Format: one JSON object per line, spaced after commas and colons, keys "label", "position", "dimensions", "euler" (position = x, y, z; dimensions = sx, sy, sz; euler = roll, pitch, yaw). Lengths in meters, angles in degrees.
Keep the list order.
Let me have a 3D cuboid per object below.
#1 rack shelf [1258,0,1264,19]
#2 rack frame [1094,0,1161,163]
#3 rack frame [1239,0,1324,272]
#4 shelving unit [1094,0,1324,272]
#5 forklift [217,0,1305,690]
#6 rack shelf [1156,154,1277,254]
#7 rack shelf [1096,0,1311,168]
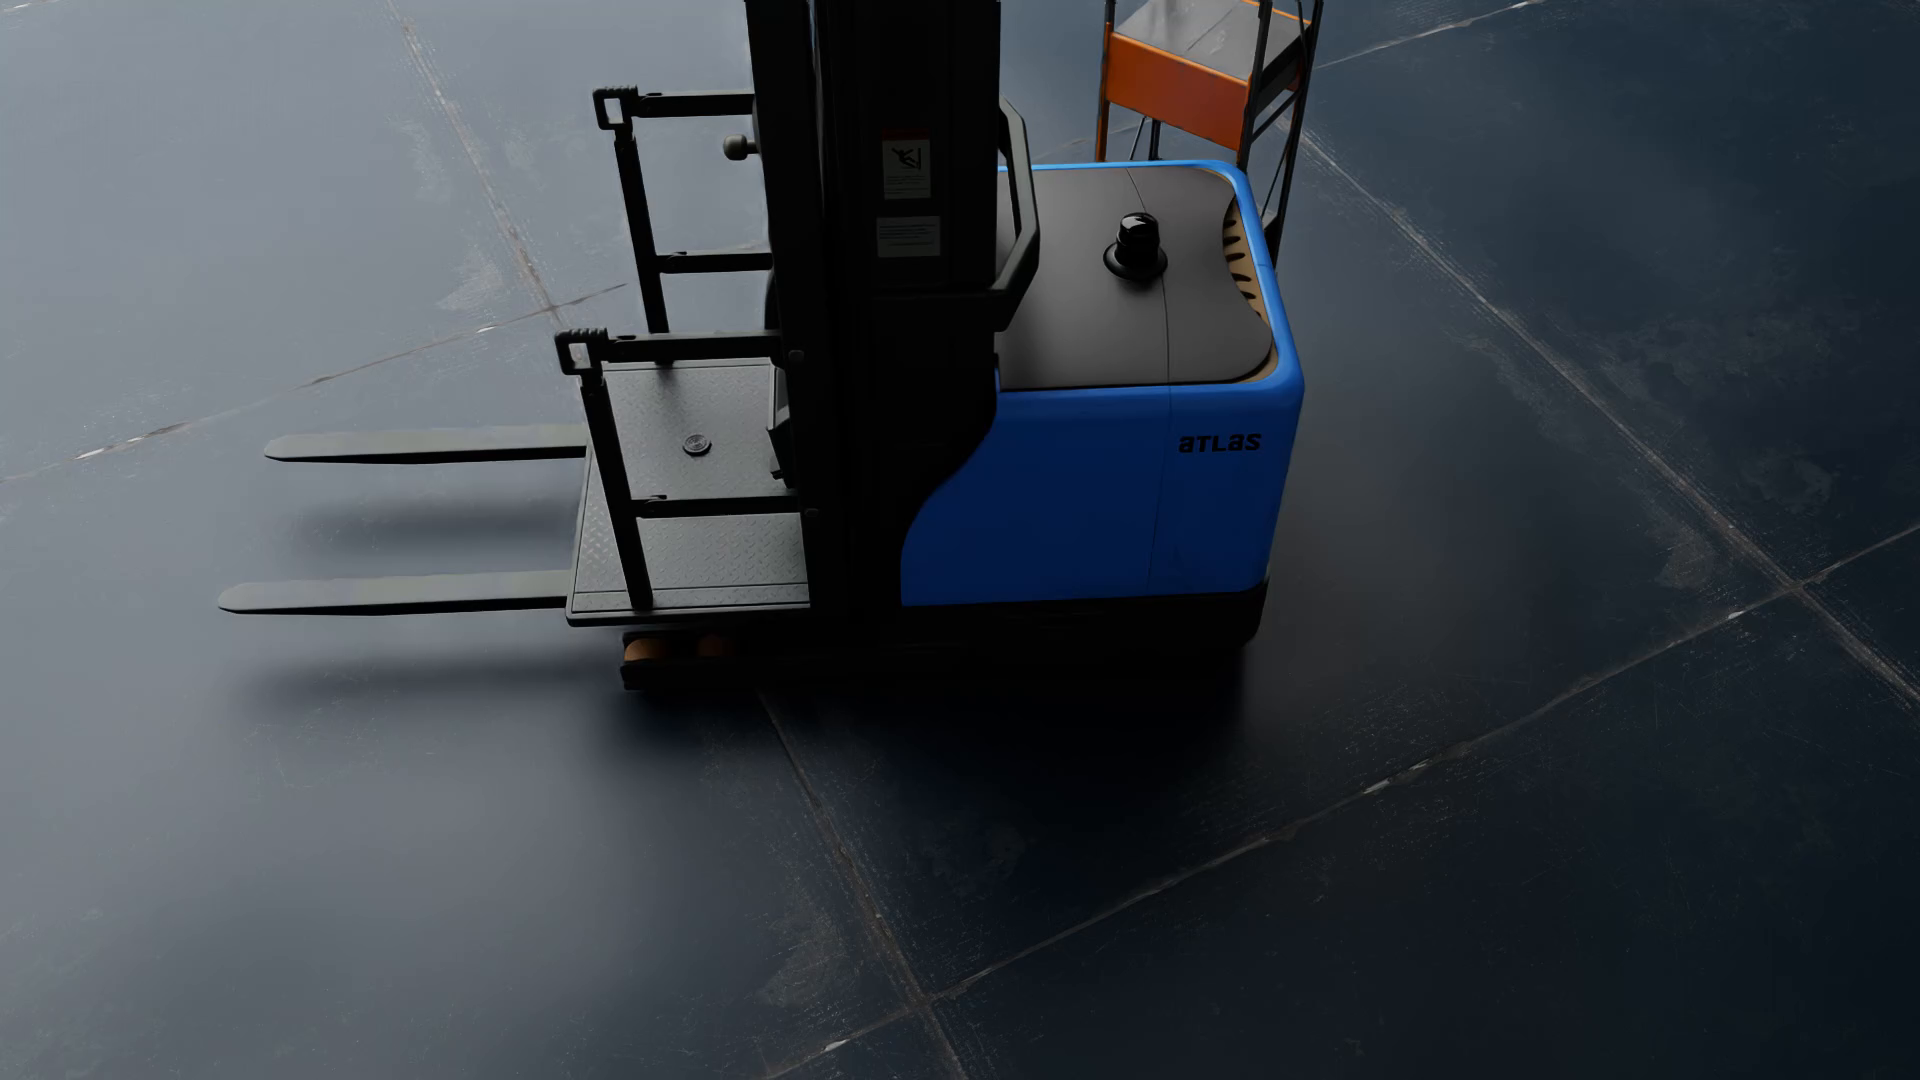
{"label": "rack shelf", "position": [0.740, -1.819, 4.534], "dimensions": [0.480, 0.518, 0.431], "euler": [28, 54, 22]}
{"label": "rack frame", "position": [0.542, -1.473, 5.144], "dimensions": [0.015, 2.100, 0.400], "euler": [28, 54, 22]}
{"label": "rack frame", "position": [0.940, -1.261, 4.958], "dimensions": [0.015, 2.100, 0.400], "euler": [28, 54, 22]}
{"label": "shelving unit", "position": [0.741, -1.367, 5.051], "dimensions": [0.503, 2.100, 0.431], "euler": [28, 54, 22]}
{"label": "forklift", "position": [-0.645, -0.938, 4.123], "dimensions": [3.031, 2.935, 1.130], "euler": [-2, 49, -2]}
{"label": "rack shelf", "position": [0.741, -0.897, 5.588], "dimensions": [0.480, 0.518, 0.431], "euler": [28, 54, 22]}
{"label": "rack shelf", "position": [0.741, -1.358, 5.061], "dimensions": [0.480, 0.518, 0.431], "euler": [28, 54, 22]}
